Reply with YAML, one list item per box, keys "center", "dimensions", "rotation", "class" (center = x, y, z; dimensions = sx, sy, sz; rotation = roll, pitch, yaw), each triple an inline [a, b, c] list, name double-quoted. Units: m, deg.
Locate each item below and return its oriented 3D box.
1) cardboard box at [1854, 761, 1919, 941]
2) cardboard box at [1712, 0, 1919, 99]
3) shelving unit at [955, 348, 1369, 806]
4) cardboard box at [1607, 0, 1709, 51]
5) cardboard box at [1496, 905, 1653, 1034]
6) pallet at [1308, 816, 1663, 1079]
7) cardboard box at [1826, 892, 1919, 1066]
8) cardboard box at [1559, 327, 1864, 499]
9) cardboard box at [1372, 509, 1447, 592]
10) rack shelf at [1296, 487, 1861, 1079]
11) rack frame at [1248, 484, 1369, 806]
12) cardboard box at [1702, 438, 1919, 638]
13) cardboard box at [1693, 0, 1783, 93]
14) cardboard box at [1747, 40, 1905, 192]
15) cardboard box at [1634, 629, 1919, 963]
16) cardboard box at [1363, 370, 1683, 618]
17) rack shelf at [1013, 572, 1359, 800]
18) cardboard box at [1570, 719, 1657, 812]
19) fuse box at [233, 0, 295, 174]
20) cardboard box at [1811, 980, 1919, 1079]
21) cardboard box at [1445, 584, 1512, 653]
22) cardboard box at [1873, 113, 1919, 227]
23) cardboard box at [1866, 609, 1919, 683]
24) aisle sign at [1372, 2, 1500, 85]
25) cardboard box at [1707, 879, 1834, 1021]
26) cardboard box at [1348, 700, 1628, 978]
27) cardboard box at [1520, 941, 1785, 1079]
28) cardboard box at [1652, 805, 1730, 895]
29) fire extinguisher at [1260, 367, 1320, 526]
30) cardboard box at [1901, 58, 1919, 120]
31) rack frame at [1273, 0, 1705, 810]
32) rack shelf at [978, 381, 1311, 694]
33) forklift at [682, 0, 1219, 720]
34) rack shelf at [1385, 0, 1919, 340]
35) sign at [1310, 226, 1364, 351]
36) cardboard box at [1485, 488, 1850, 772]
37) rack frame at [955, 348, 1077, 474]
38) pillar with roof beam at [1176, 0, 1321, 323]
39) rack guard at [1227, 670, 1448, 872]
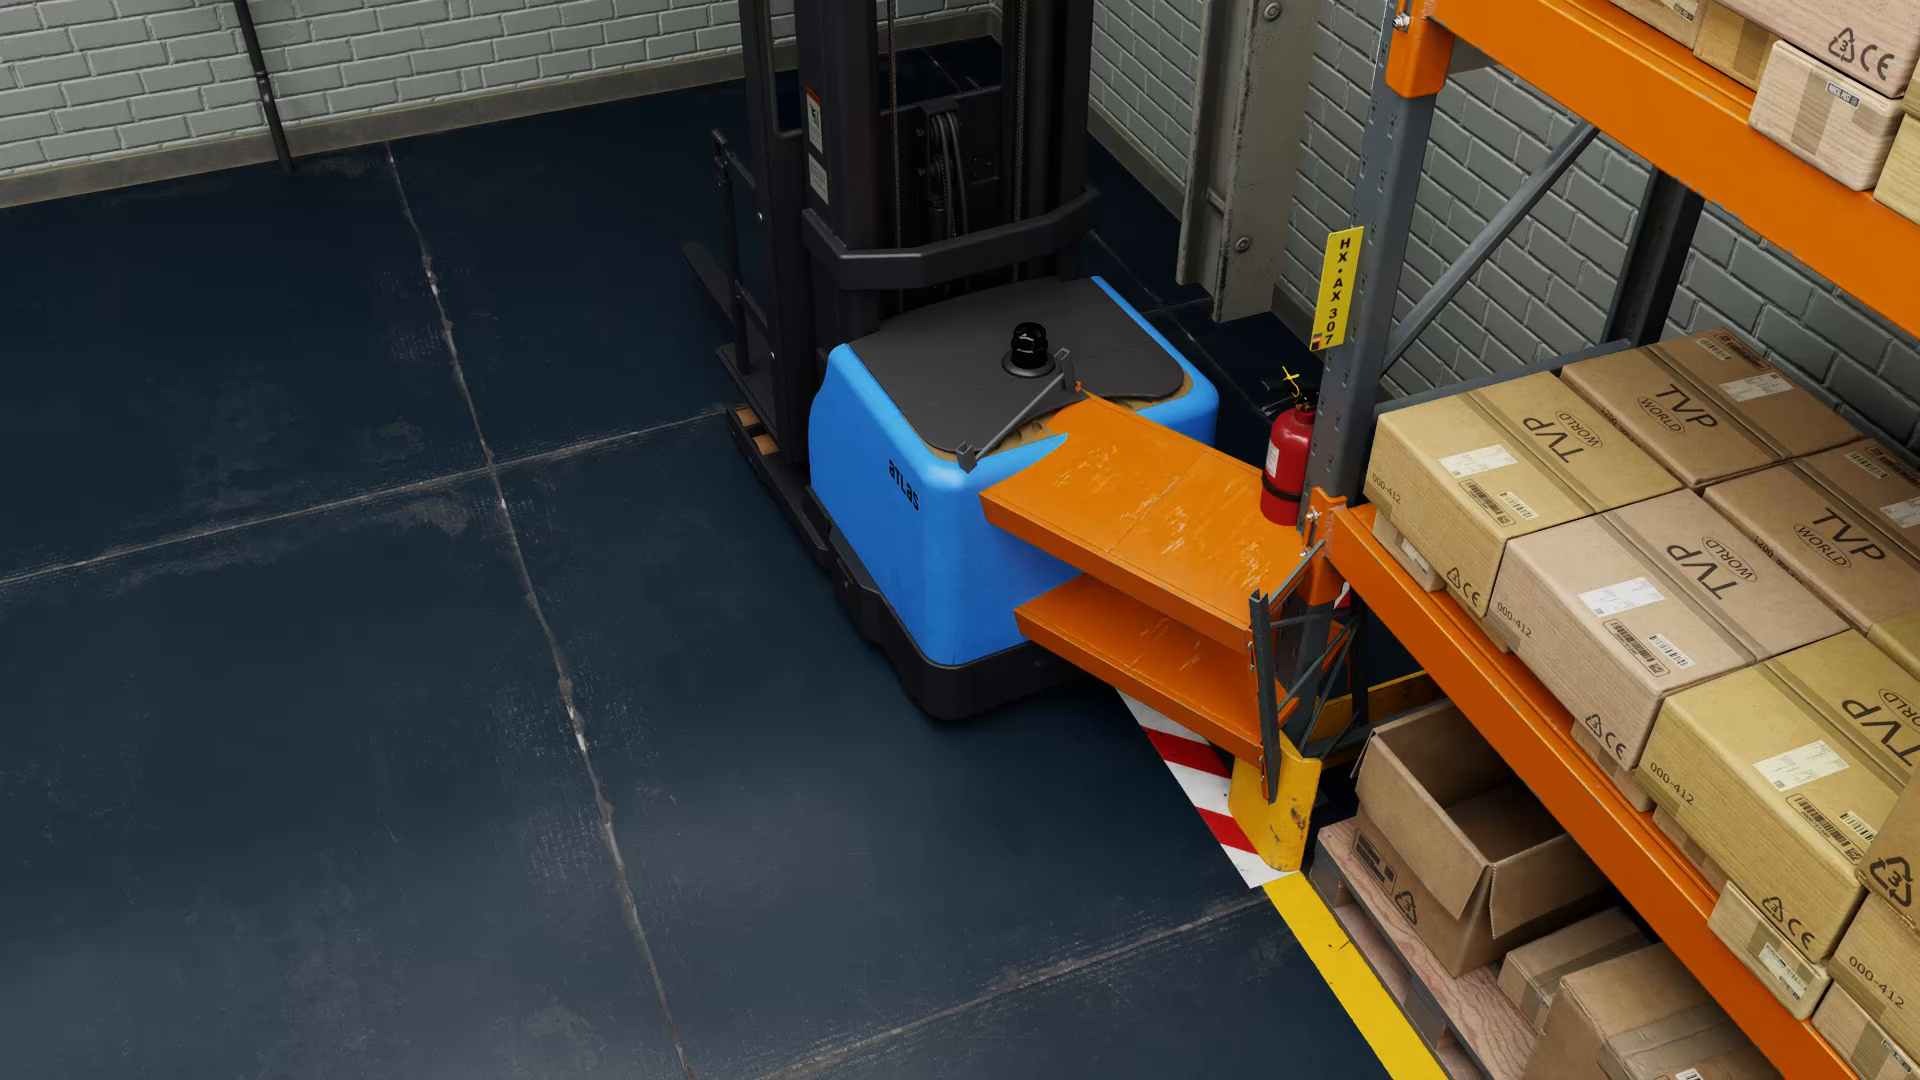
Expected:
- center: [1.904, 0.498, 2.682]
  dimensions: [0.500, 0.500, 0.500]
  rotation: [-14, 43, -16]
  class: "cardboard box"
- center: [1.535, -0.962, 2.655]
  dimensions: [0.500, 0.250, 0.500]
  rotation: [-14, 43, -16]
  class: "cardboard box"
- center: [0.639, 0.159, 5.029]
  dimensions: [1.048, 1.125, 0.538]
  rotation: [28, 61, 33]
  class: "shelving unit"
- center: [1.436, -1.046, 3.058]
  dimensions: [0.380, 0.149, 0.250]
  rotation: [-14, 43, -16]
  class: "cardboard box"
- center: [1.678, 1.174, 4.449]
  dimensions: [0.380, 0.149, 0.250]
  rotation: [-17, 43, -19]
  class: "cardboard box"
- center: [1.740, 1.178, 4.719]
  dimensions: [1.003, 0.211, 1.213]
  rotation: [-15, 43, -17]
  class: "pallet"
- center: [1.935, 0.790, 2.918]
  dimensions: [0.500, 0.250, 0.500]
  rotation: [-16, 43, -18]
  class: "cardboard box"
- center: [1.826, -0.251, 4.128]
  dimensions: [0.500, 0.250, 0.500]
  rotation: [-14, 43, -16]
  class: "cardboard box"
- center: [1.277, -0.044, 4.193]
  dimensions: [0.380, 0.149, 0.250]
  rotation: [-15, 43, -17]
  class: "cardboard box"
- center: [2.170, 1.072, 3.255]
  dimensions: [1.077, 0.370, 4.000]
  rotation: [-15, 43, -17]
  class: "rack shelf"
- center: [1.014, 0.361, 4.752]
  dimensions: [0.032, 1.125, 0.500]
  rotation: [28, 61, 33]
  class: "rack frame"
- center: [2.022, 0.060, 3.766]
  dimensions: [0.500, 0.250, 0.500]
  rotation: [-15, 43, -17]
  class: "cardboard box"
- center: [1.519, -0.888, 2.874]
  dimensions: [0.380, 0.149, 0.250]
  rotation: [-15, 43, -17]
  class: "cardboard box"
- center: [1.519, -0.712, 2.669]
  dimensions: [0.380, 0.149, 0.250]
  rotation: [-14, 43, -16]
  class: "cardboard box"
- center: [1.720, 0.487, 3.270]
  dimensions: [0.500, 0.250, 0.500]
  rotation: [-16, 43, -18]
  class: "cardboard box"
- center: [1.329, -0.121, 3.977]
  dimensions: [0.500, 0.250, 0.500]
  rotation: [-15, 43, -17]
  class: "cardboard box"
- center: [0.684, 0.319, 5.208]
  dimensions: [1.000, 0.278, 0.538]
  rotation: [28, 61, 33]
  class: "rack shelf"
- center: [1.590, 0.415, 3.660]
  dimensions: [0.380, 0.149, 0.250]
  rotation: [-14, 43, -16]
  class: "cardboard box"
- center: [-3.362, -2.504, 7.849]
  dimensions: [0.539, 1.711, 0.414]
  rotation: [-15, 43, -17]
  class: "fuse box"
- center: [1.844, 0.898, 3.098]
  dimensions: [0.380, 0.149, 0.250]
  rotation: [-14, 43, -16]
  class: "cardboard box"
- center: [1.417, 0.098, 4.028]
  dimensions: [0.380, 0.149, 0.250]
  rotation: [-14, 43, -16]
  class: "cardboard box"
- center: [1.626, -0.556, 2.488]
  dimensions: [0.380, 0.149, 0.250]
  rotation: [-15, 43, -17]
  class: "cardboard box"
- center: [2.207, 0.360, 3.418]
  dimensions: [0.500, 0.250, 0.500]
  rotation: [-14, 43, -16]
  class: "cardboard box"
- center: [1.107, -1.359, 3.536]
  dimensions: [0.394, 0.787, 0.004]
  rotation: [-15, 43, -17]
  class: "aisle sign"
- center: [1.724, 0.744, 3.276]
  dimensions: [0.380, 0.149, 0.250]
  rotation: [-16, 43, -18]
  class: "cardboard box"
- center: [1.551, 0.774, 4.642]
  dimensions: [0.797, 0.503, 0.637]
  rotation: [-17, 43, -19]
  class: "cardboard box"
- center: [1.842, 1.300, 4.033]
  dimensions: [0.700, 0.500, 0.500]
  rotation: [-13, 42, -15]
  class: "cardboard box"
- center: [1.697, 0.573, 3.475]
  dimensions: [0.380, 0.149, 0.250]
  rotation: [-14, 43, -16]
  class: "cardboard box"
- center: [0.921, -0.208, 4.537]
  dimensions: [0.296, 0.674, 0.183]
  rotation: [-15, 43, -17]
  class: "fire extinguisher"
- center: [1.720, -0.651, 2.293]
  dimensions: [0.500, 0.250, 0.500]
  rotation: [-16, 43, -18]
  class: "cardboard box"
- center: [1.405, -0.406, 4.421]
  dimensions: [1.000, 3.000, 0.127]
  rotation: [-15, 43, -17]
  class: "rack frame"
- center: [0.584, -0.033, 4.814]
  dimensions: [1.000, 0.278, 0.538]
  rotation: [28, 61, 33]
  class: "rack shelf"
- center: [-0.277, -1.479, 5.722]
  dimensions: [1.130, 2.935, 3.031]
  rotation: [-18, 44, -20]
  class: "forklift"
- center: [2.170, -0.065, 2.277]
  dimensions: [1.077, 0.370, 4.000]
  rotation: [-15, 43, -17]
  class: "rack shelf"
- center: [0.903, -0.598, 3.981]
  dimensions: [0.100, 0.325, 0.005]
  rotation: [-15, 43, -17]
  class: "sign"
- center: [1.523, 0.183, 3.624]
  dimensions: [0.500, 0.250, 0.500]
  rotation: [-15, 43, -16]
  class: "cardboard box"
- center: [0.264, -0.044, 5.305]
  dimensions: [0.032, 1.125, 0.500]
  rotation: [28, 61, 33]
  class: "rack frame"
- center: [-2.772, -3.455, 3.367]
  dimensions: [9.100, 9.000, 0.400]
  rotation: [-15, 43, -17]
  class: "pillar with roof beam"
- center: [1.434, 0.588, 5.183]
  dimensions: [1.175, 0.500, 0.348]
  rotation: [-15, 43, -17]
  class: "rack guard"
